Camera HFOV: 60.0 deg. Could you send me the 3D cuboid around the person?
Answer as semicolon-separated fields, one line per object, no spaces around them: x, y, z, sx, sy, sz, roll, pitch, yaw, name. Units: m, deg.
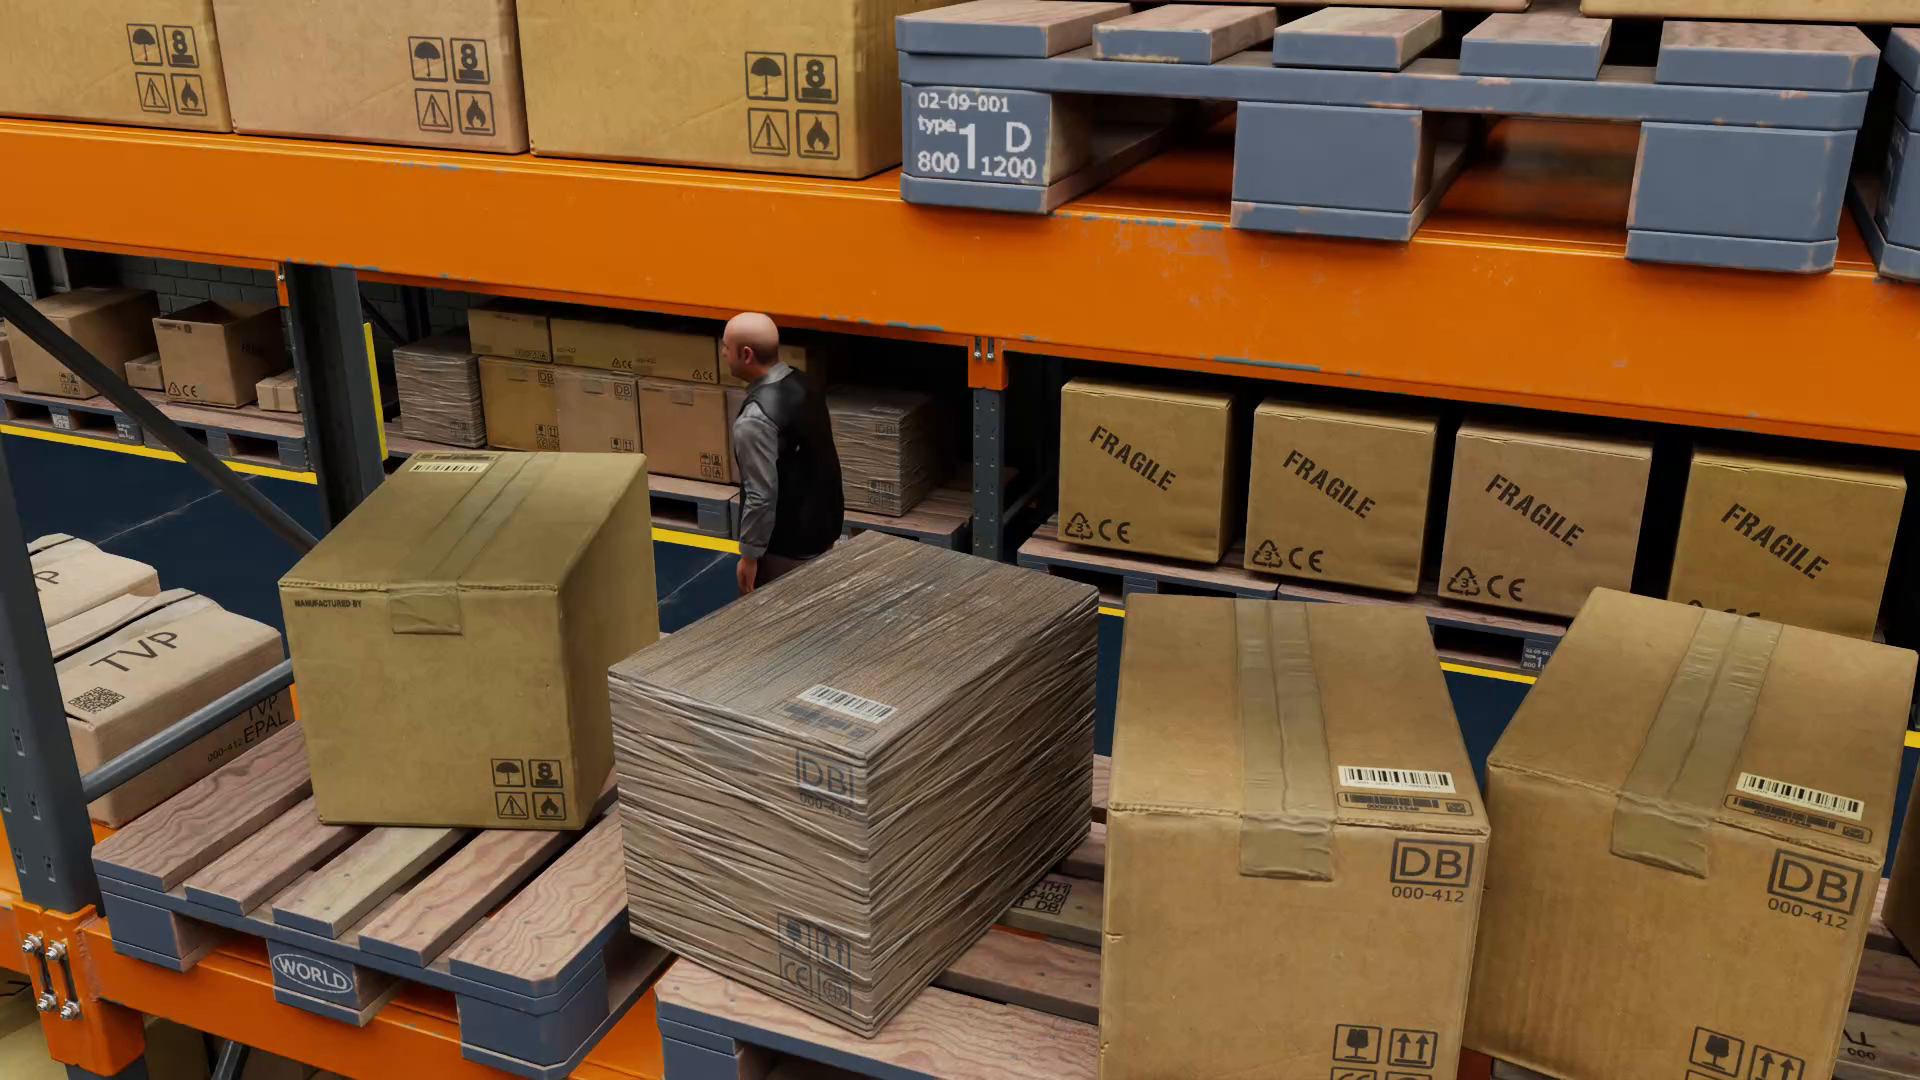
-0.647;0.003;6.116;0.425;1.719;0.580;7;23;18;person
